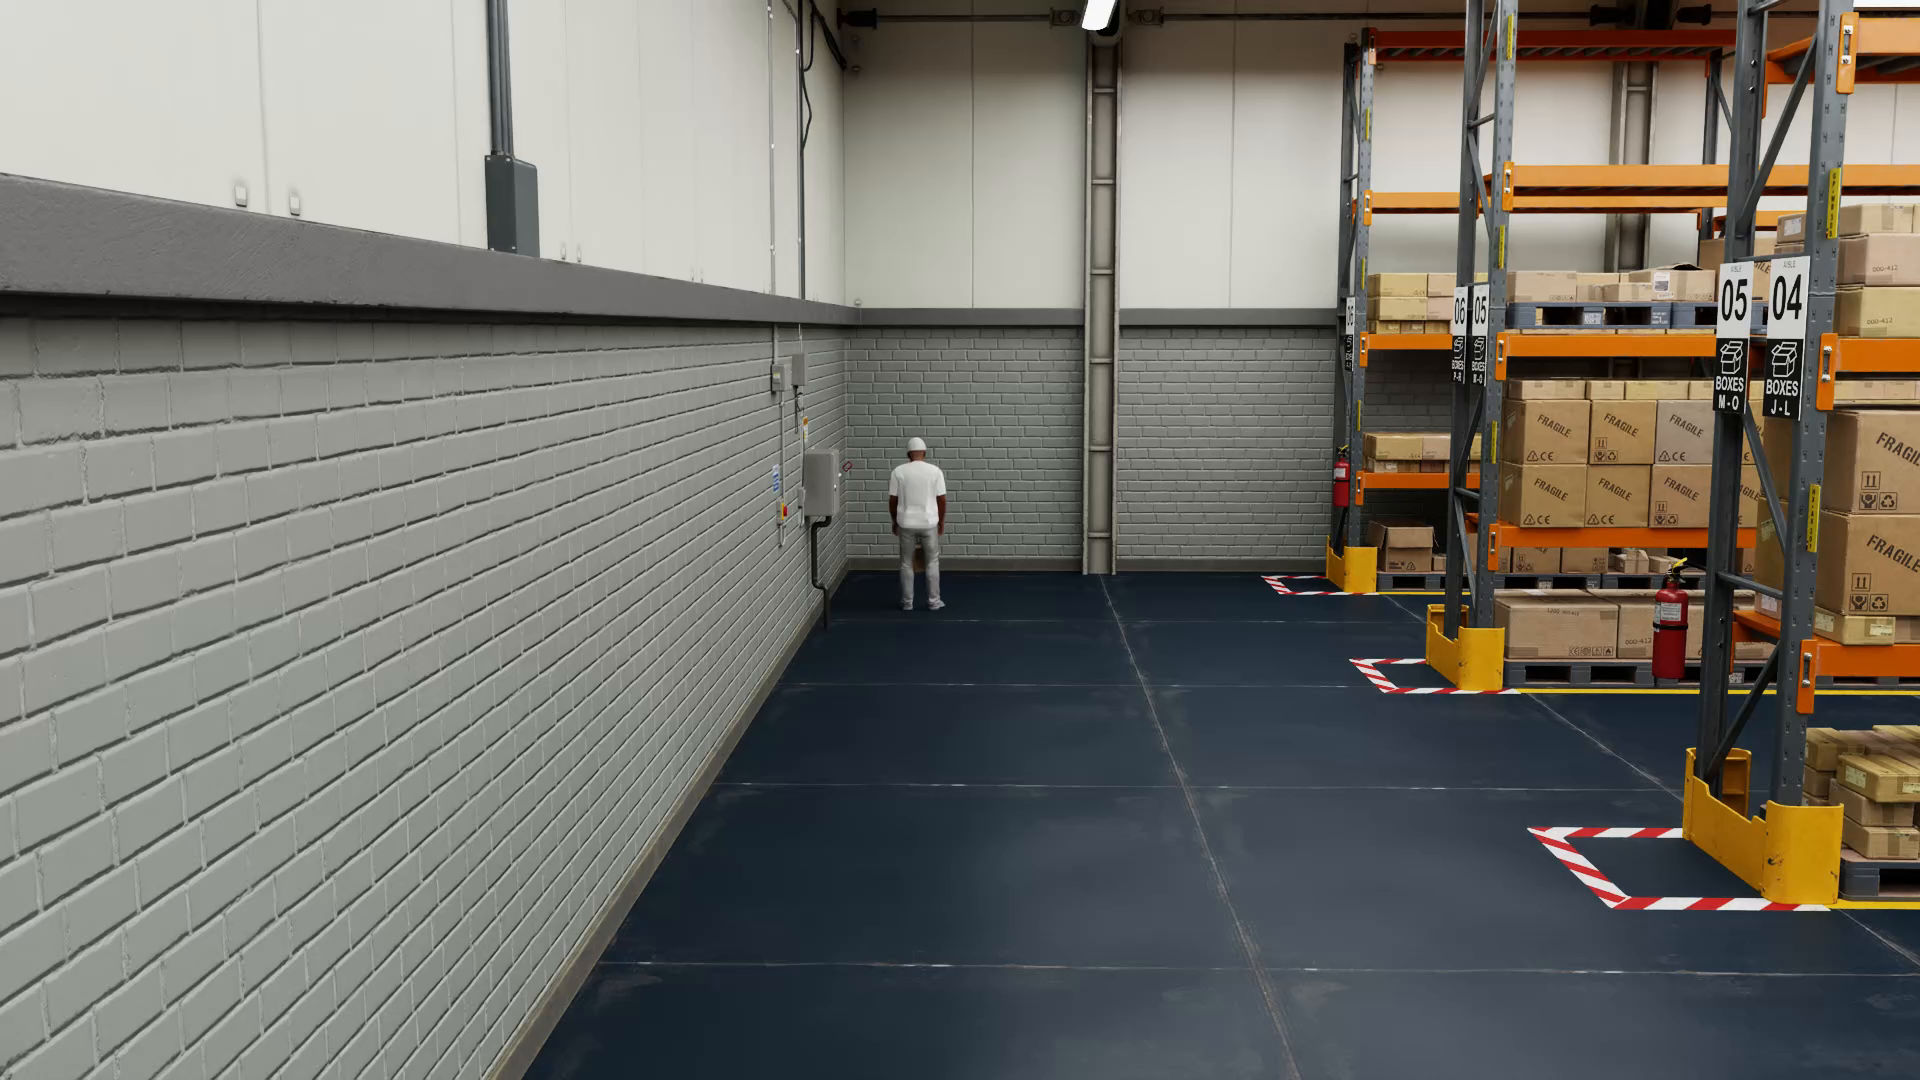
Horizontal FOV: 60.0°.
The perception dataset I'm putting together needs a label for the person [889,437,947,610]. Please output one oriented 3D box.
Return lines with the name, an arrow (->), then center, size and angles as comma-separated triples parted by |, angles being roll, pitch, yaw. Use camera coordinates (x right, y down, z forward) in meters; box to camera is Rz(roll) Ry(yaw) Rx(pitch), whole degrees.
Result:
person -> -0.433, -0.167, 17.006 | 0.592, 1.764, 0.430 | 0, 7, 0
